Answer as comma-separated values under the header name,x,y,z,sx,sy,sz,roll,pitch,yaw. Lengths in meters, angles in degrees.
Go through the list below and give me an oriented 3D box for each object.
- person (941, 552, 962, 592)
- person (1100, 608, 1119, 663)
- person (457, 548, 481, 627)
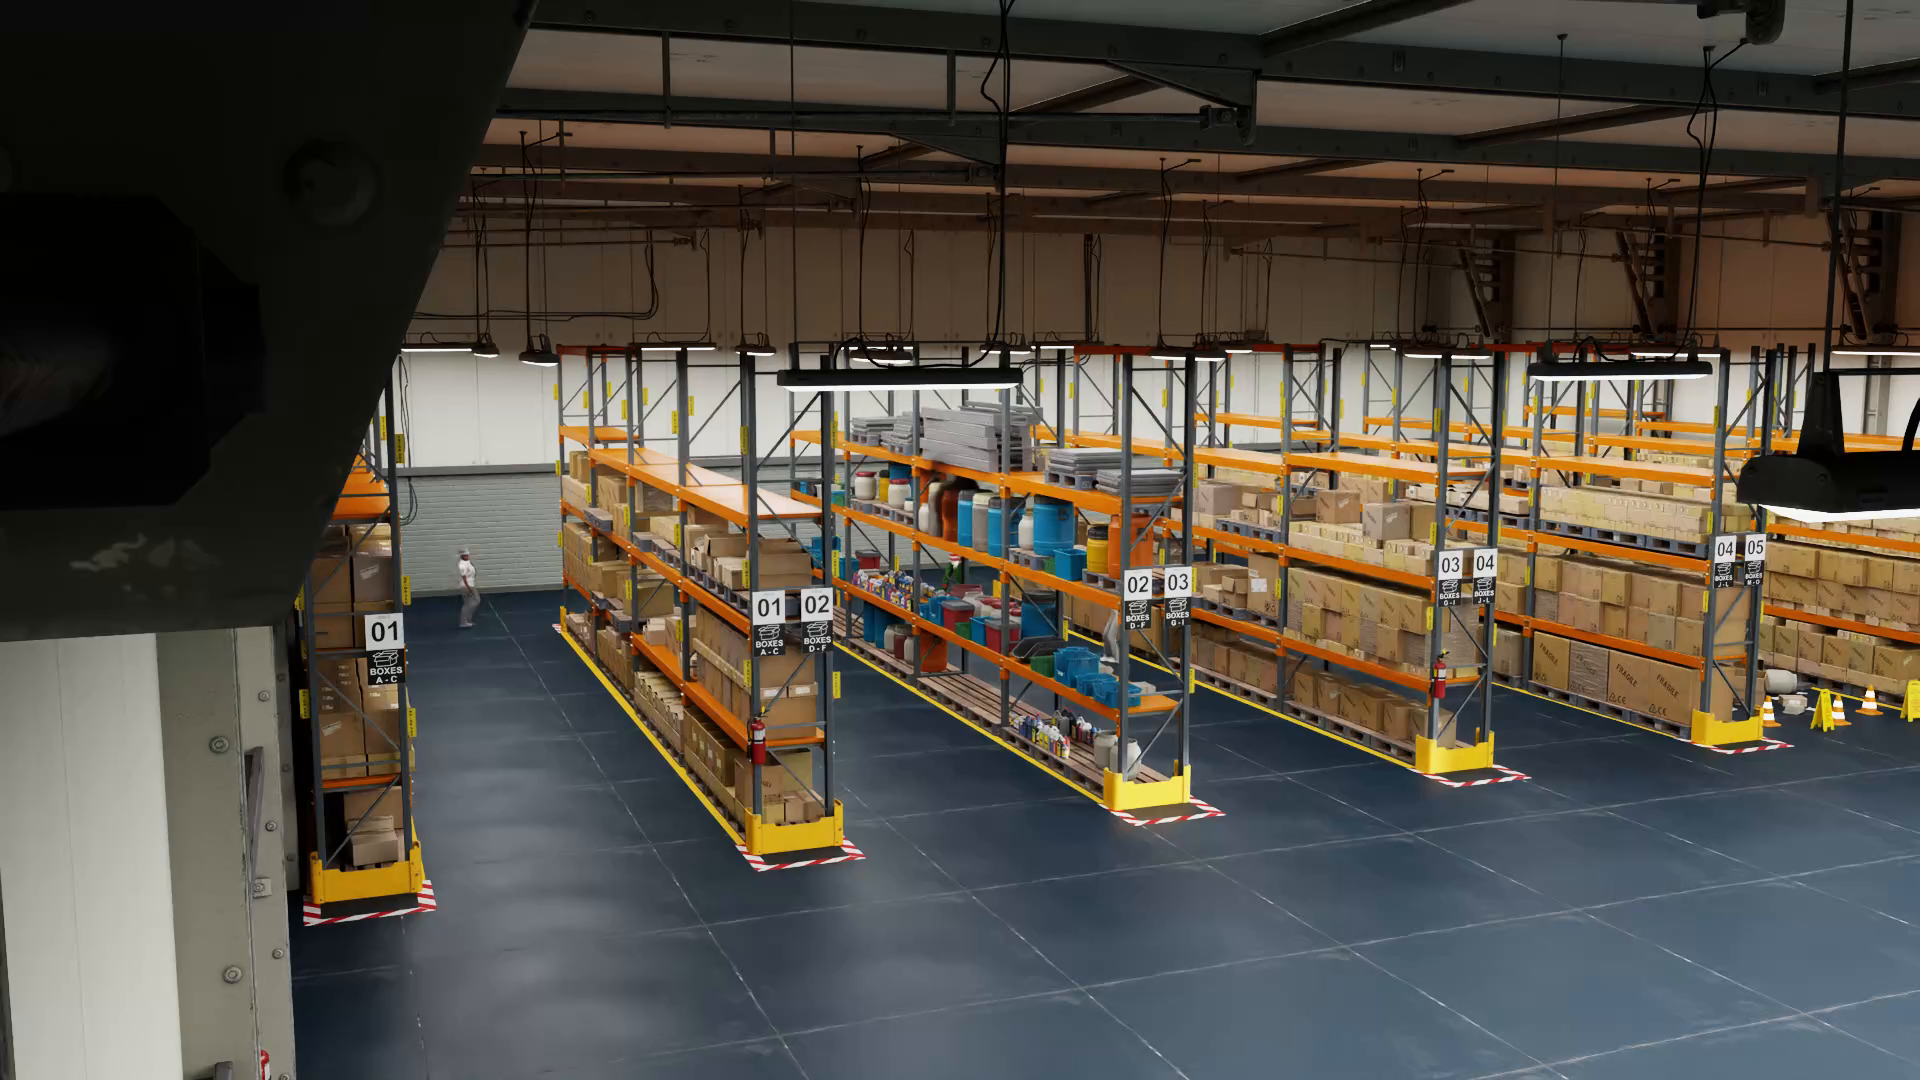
name,x,y,z,sx,sy,sz,roll,pitch,yaw
person,-0.167,0.522,38.907,0.941,1.746,0.624,-3,8,-22
person,2.794,1.443,30.121,0.479,1.583,0.495,-2,7,-13
person,-10.416,1.012,35.288,0.465,1.697,0.477,-2,8,-17
